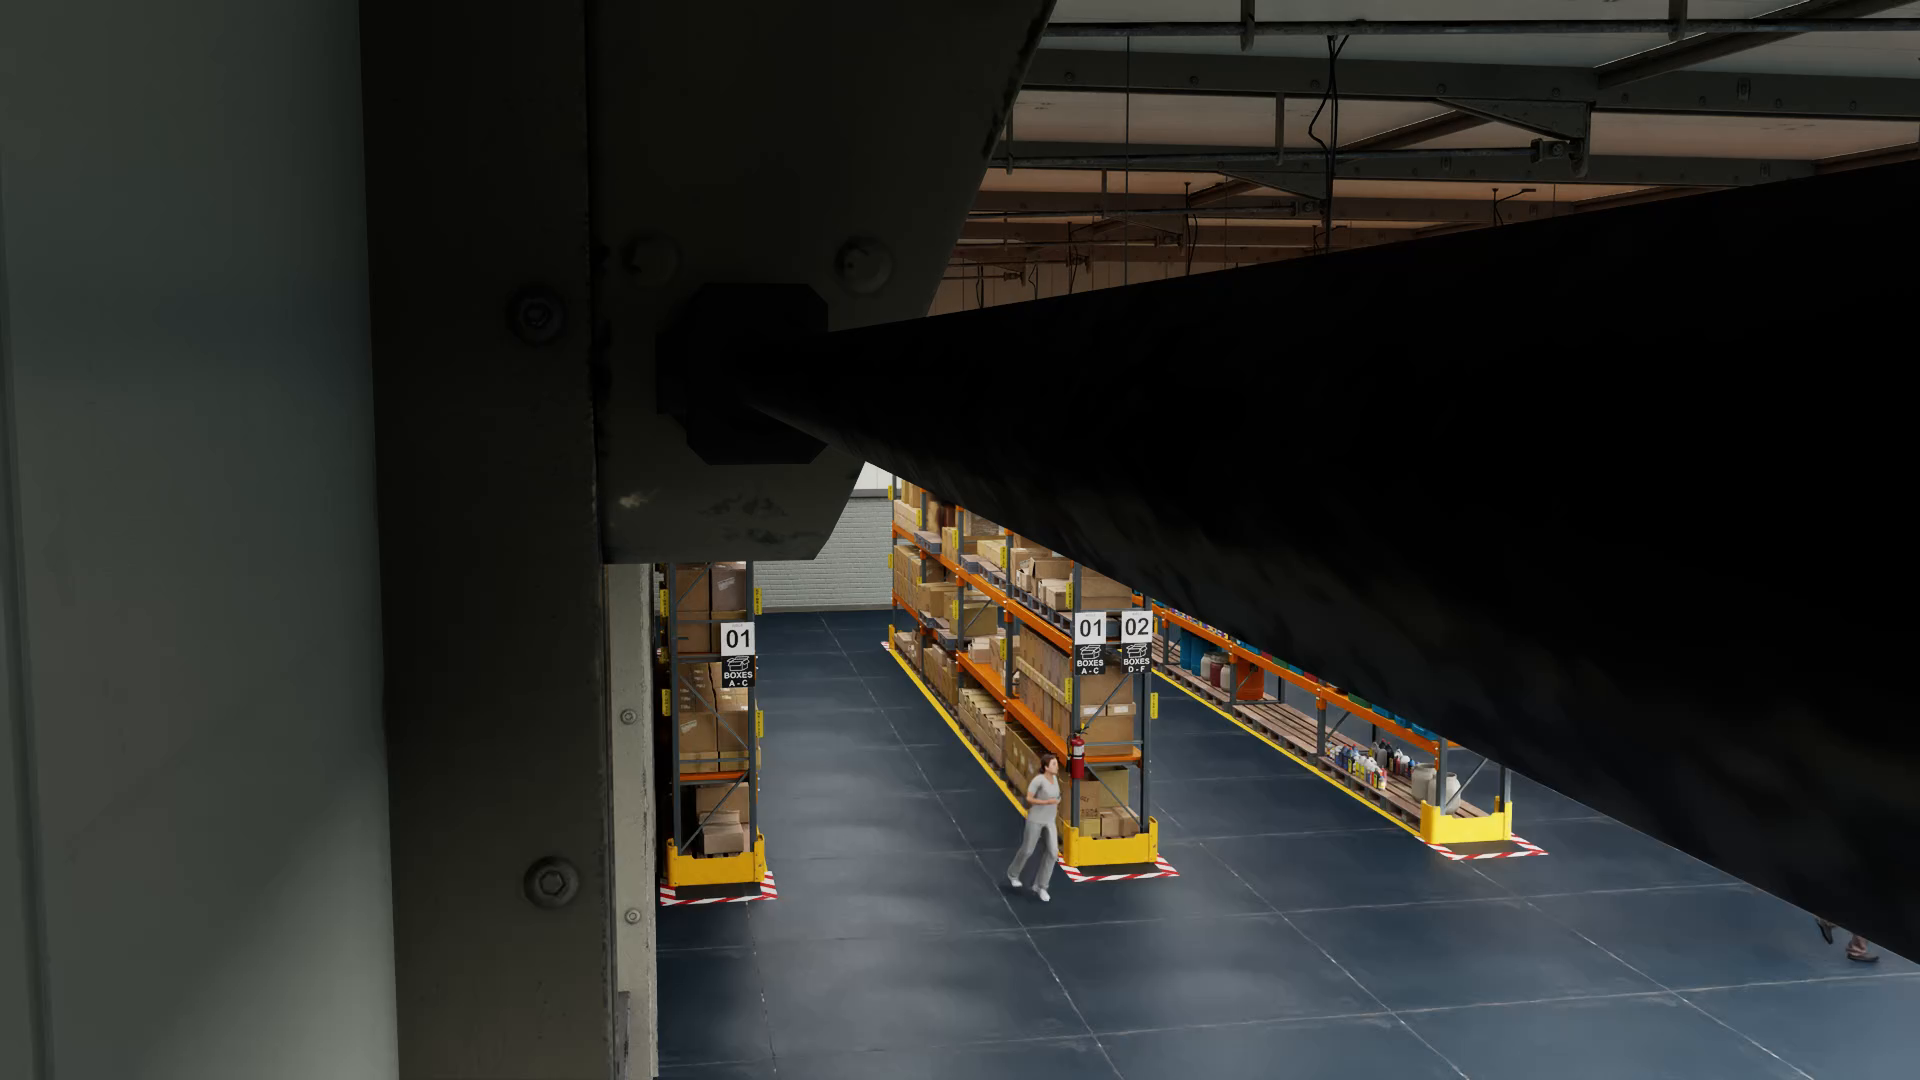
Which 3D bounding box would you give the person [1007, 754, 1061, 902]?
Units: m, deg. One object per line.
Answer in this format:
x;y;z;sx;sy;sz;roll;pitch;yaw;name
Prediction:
0.983;3.372;19.821;0.588;1.680;0.775;-4;7;-34;person

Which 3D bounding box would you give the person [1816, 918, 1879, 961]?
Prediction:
9.430;3.601;17.570;0.614;1.678;0.705;2;6;17;person
